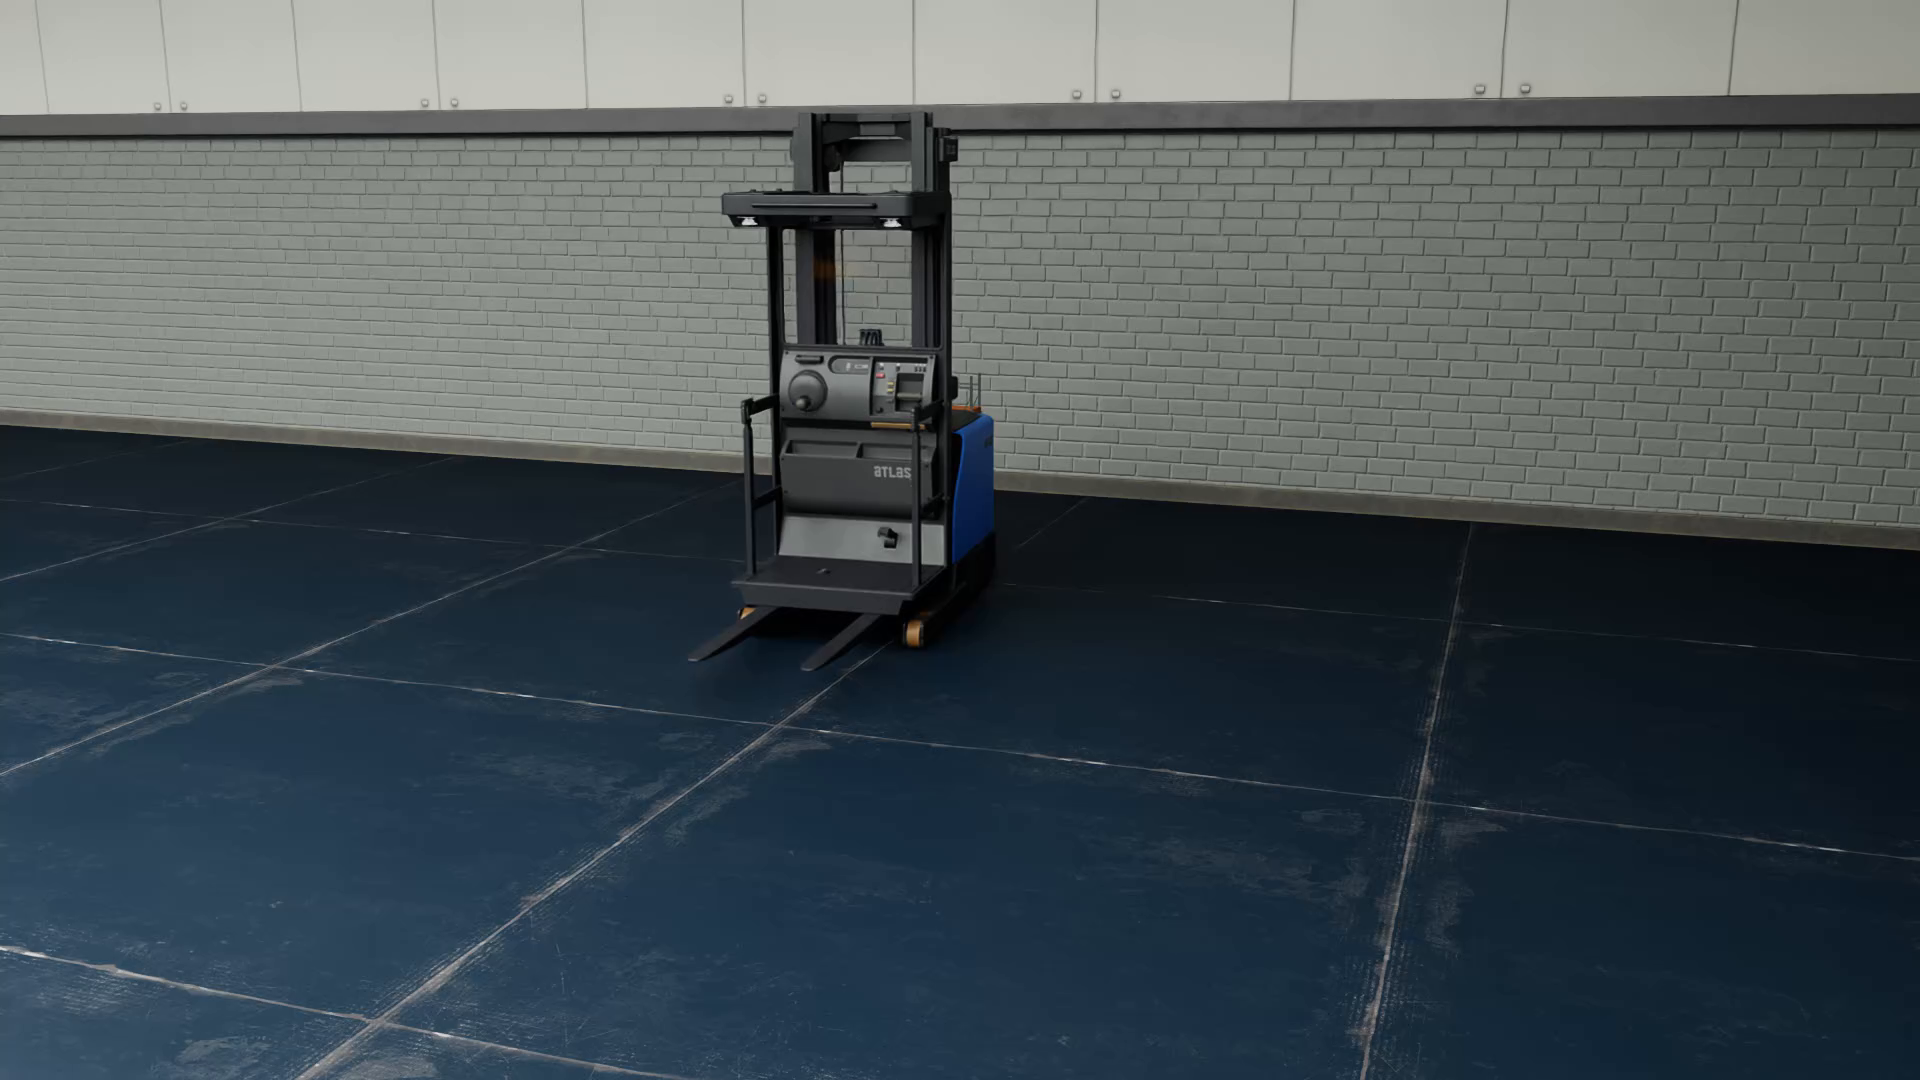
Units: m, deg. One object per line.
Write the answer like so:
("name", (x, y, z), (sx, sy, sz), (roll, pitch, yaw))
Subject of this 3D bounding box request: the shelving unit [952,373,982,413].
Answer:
("shelving unit", (0.005, -0.588, 11.868), (0.258, 1.200, 0.189), (4, 14, 18))

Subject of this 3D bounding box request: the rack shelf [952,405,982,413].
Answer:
("rack shelf", (0.005, -0.896, 11.798), (0.258, 0.103, 0.180), (4, 14, 18))

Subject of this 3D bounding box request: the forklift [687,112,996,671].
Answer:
("forklift", (-0.648, -0.915, 9.412), (1.130, 2.935, 3.031), (3, 13, 15))

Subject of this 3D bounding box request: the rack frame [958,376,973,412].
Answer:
("rack frame", (-0.025, -0.569, 11.783), (0.240, 1.200, 0.006), (4, 14, 18))

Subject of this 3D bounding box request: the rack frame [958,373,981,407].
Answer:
("rack frame", (0.034, -0.607, 11.952), (0.240, 1.200, 0.006), (4, 14, 18))
